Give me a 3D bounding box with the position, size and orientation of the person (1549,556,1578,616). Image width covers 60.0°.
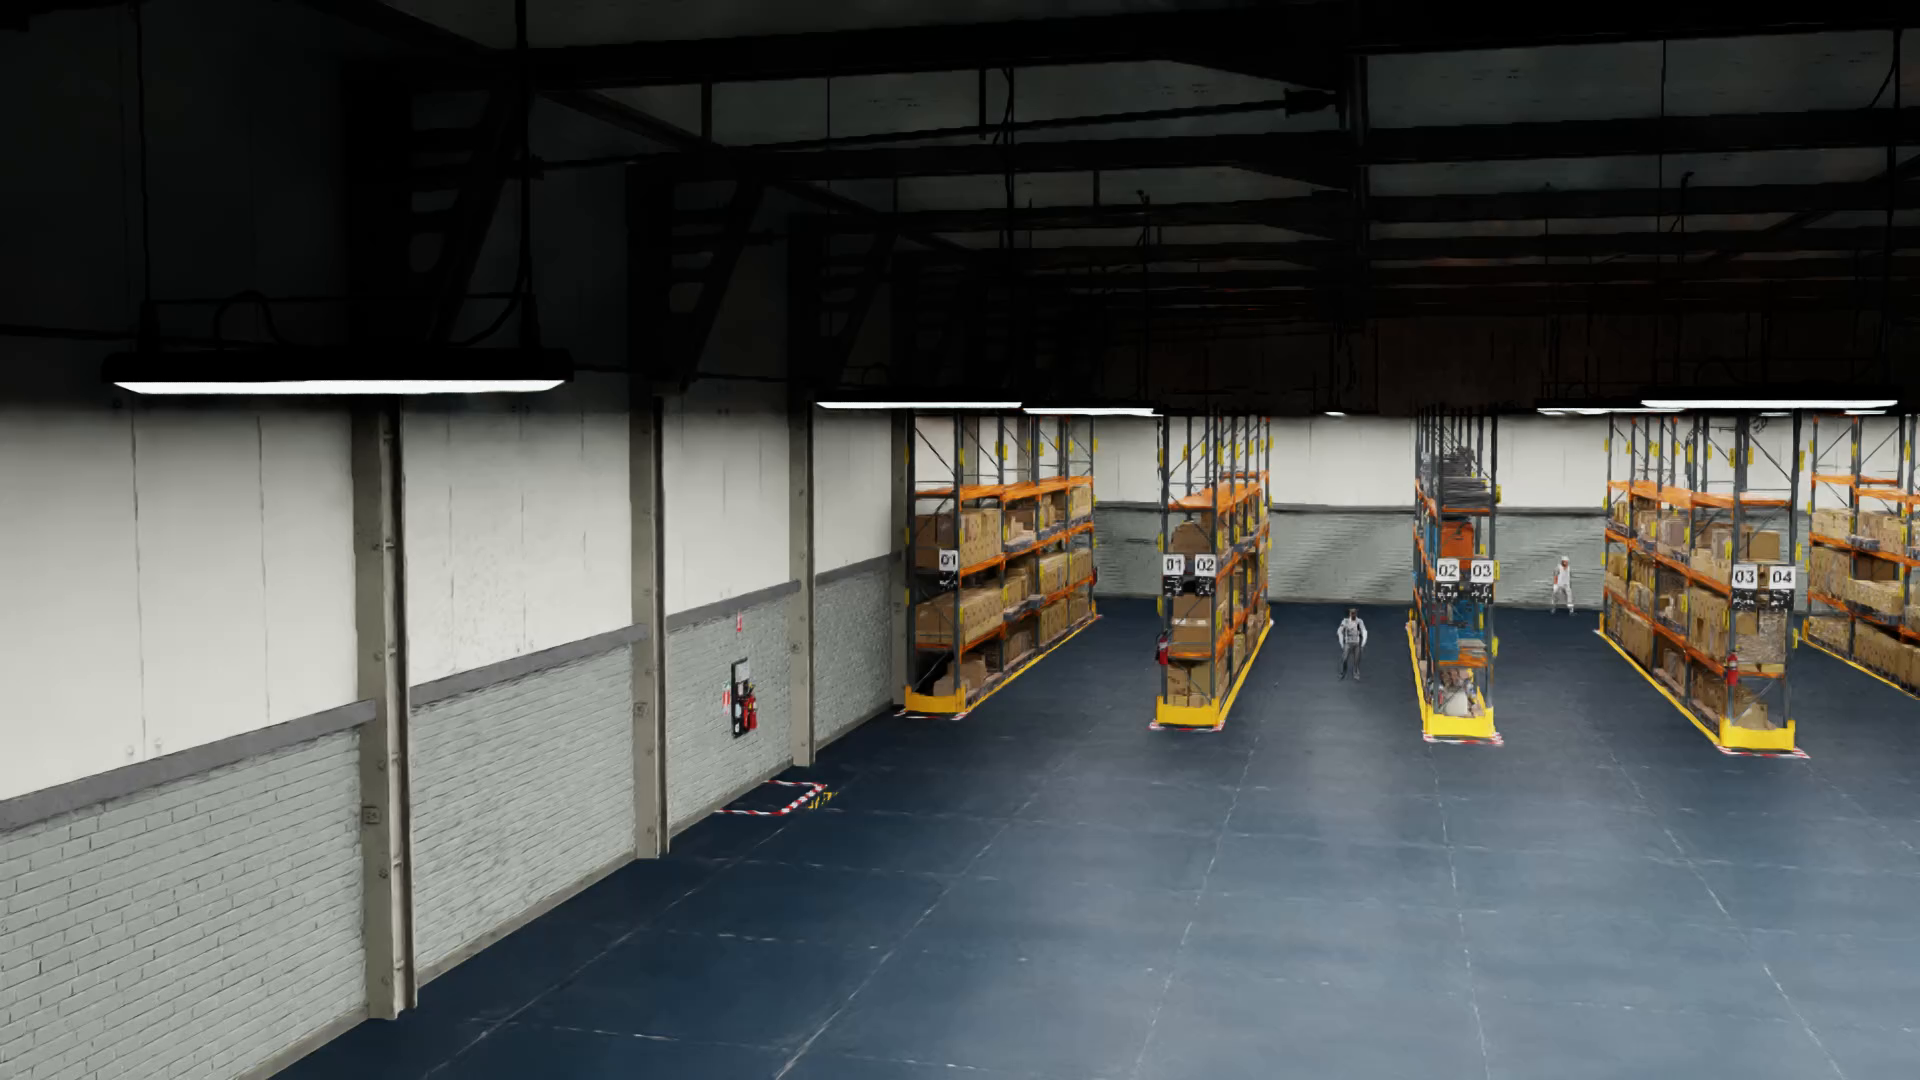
[{"bbox_3d":[17.619,1.327,48.556,0.596,1.746,0.970,-1,4,-9],"label":"person"}]

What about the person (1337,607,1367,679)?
[{"bbox_3d":[8.625,2.254,36.567,0.639,1.632,0.512,1,4,12],"label":"person"}]
